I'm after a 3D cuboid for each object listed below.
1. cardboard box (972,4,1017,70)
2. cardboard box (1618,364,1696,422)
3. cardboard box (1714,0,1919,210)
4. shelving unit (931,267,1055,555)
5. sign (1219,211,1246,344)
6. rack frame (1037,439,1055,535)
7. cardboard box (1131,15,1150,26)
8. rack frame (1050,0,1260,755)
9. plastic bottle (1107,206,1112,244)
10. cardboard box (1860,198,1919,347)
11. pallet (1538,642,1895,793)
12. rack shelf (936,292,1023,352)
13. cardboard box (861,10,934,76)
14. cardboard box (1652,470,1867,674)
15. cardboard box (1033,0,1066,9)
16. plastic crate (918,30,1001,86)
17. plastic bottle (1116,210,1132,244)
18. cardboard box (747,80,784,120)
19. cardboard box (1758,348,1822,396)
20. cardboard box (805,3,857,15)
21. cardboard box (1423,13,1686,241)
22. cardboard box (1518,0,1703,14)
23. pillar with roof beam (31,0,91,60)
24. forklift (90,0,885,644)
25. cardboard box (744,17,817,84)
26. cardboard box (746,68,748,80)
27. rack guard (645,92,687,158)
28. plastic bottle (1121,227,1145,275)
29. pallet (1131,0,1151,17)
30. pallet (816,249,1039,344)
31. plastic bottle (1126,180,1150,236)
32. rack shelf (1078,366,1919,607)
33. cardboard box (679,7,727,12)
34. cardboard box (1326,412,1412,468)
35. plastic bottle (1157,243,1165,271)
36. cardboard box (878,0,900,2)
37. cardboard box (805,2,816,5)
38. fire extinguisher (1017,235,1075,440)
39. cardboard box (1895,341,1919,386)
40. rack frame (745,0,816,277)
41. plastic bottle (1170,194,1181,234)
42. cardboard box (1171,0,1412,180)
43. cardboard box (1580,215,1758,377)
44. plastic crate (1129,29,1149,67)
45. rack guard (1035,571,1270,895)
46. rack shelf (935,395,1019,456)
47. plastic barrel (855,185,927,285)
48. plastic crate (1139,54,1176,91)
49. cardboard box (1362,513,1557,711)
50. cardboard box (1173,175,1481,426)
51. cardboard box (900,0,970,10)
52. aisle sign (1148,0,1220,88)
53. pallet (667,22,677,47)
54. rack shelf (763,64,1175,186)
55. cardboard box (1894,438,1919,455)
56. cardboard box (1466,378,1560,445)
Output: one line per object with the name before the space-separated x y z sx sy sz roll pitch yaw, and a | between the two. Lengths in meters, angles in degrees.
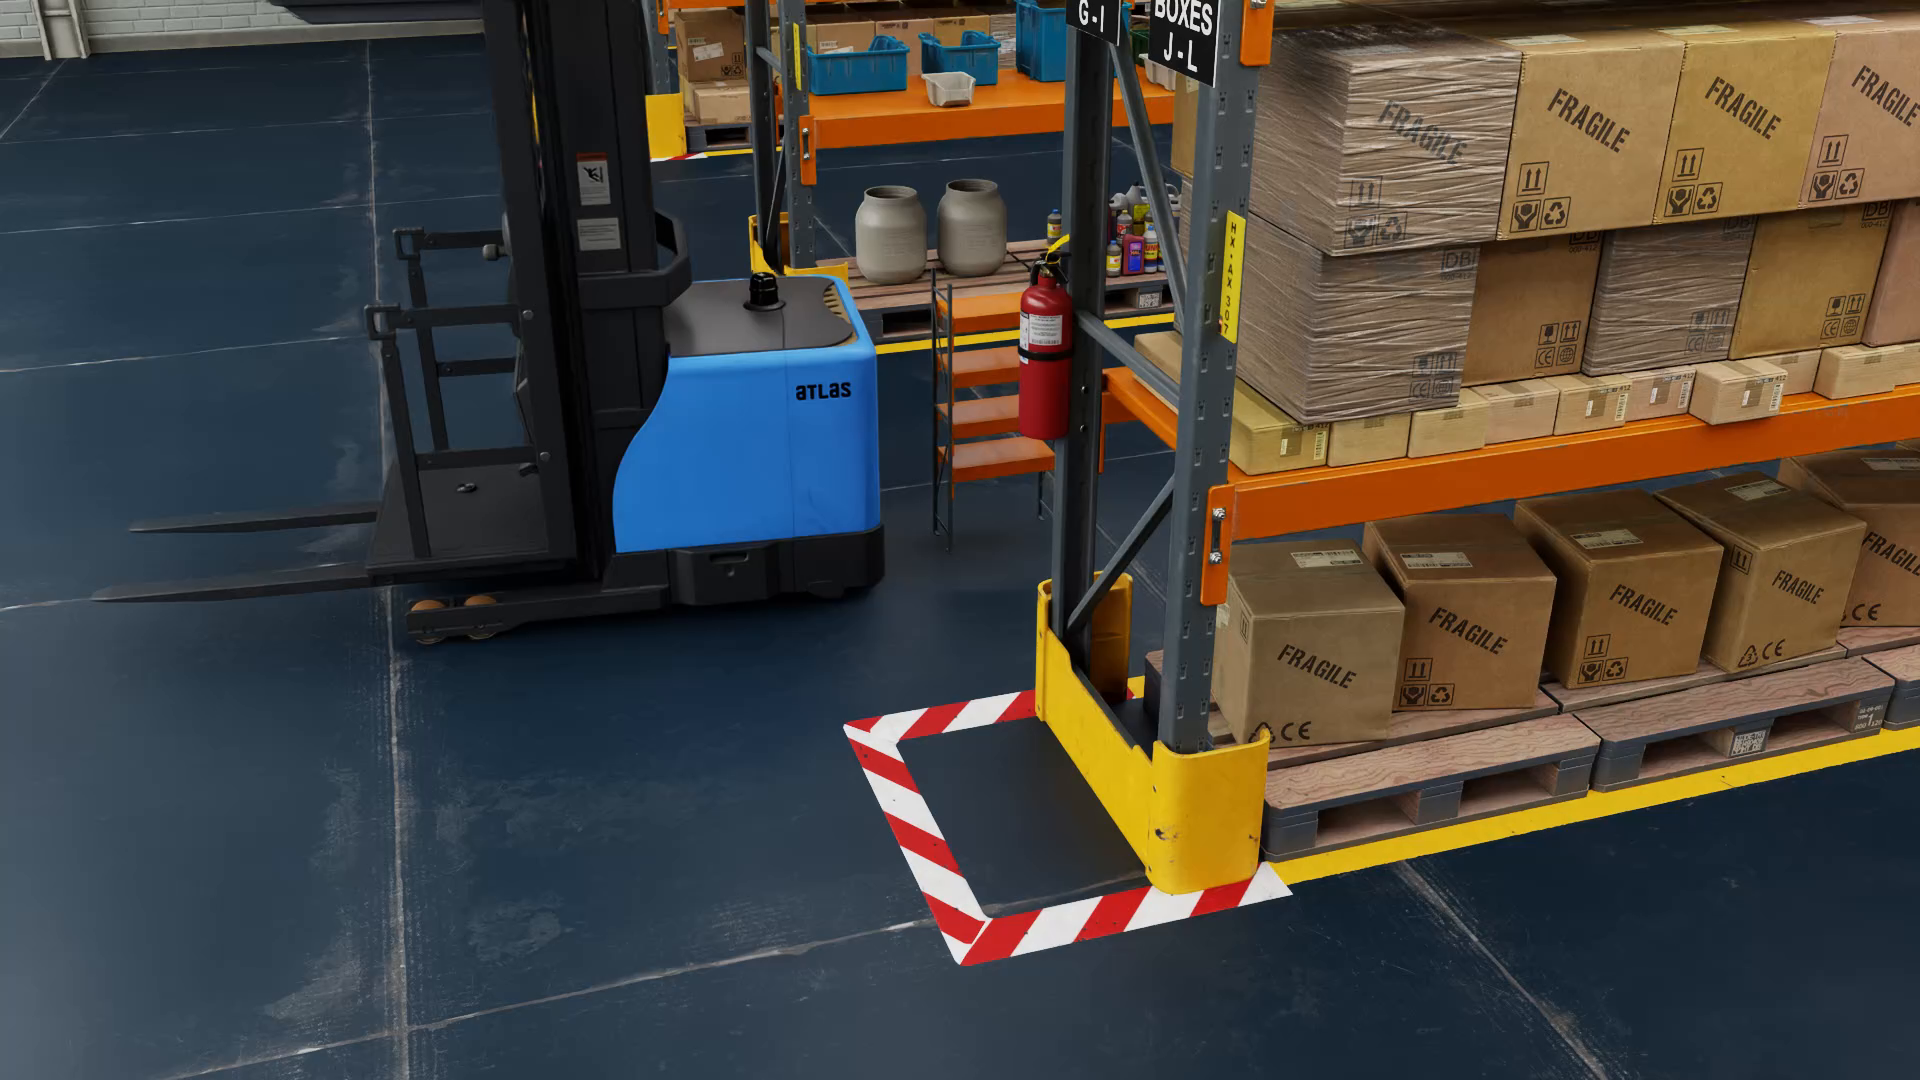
cardboard box | 0.413 -4.326 14.368 0.500 0.500 0.500 -8 28 -16
cardboard box | 2.058 -0.515 5.197 0.250 0.149 0.380 -8 28 -16
cardboard box | 2.560 -1.307 4.939 0.500 0.500 0.500 -8 28 -16
shelving unit | 0.157 -0.560 7.029 0.503 1.200 0.258 -8 28 -16
sign | 0.694 -0.673 4.258 0.005 0.325 0.100 -8 28 -16
rack frame | 0.389 -0.594 7.097 0.015 1.200 0.240 -8 28 -16
cardboard box | 1.562 -4.639 15.210 0.500 0.311 0.500 -8 28 -16
rack frame | 0.526 -0.514 4.912 0.127 3.000 1.000 -8 28 -16
plastic bottle | 0.885 -2.005 10.476 0.133 0.283 0.061 -8 28 -16
cardboard box | 2.952 -1.042 5.528 0.500 0.500 0.875 -8 28 -16
pallet | 2.540 0.461 6.084 1.213 0.211 1.003 -8 28 -16
rack shelf | 0.157 -0.912 6.854 0.480 0.148 0.258 -8 28 -16
cardboard box | -0.532 -4.181 14.075 0.500 0.500 0.500 -8 28 -16
cardboard box | 2.829 0.105 6.003 0.500 0.500 0.500 -11 28 -21
cardboard box | 0.728 -4.615 14.949 0.500 0.500 0.500 -8 28 -16
plastic crate | -0.005 -2.824 9.733 0.408 0.251 0.499 -8 28 -16
plastic bottle | 1.039 -1.982 10.522 0.097 0.201 0.097 0 26 0
cardboard box | -1.485 -3.710 13.970 0.500 0.250 0.500 -8 28 -16
cardboard box | 2.524 -0.596 5.360 0.250 0.149 0.380 -8 28 -16
cardboard box | -1.174 -4.339 14.394 0.500 0.500 0.500 -8 28 -16
cardboard box | 1.611 -1.166 4.655 0.500 0.500 0.500 -8 28 -16
cardboard box | 1.923 -1.459 5.245 0.500 0.500 0.500 -8 28 -16
pillar with roof beam | -8.050 -7.300 11.834 0.400 9.000 9.100 -8 28 -16
forklift | -1.877 -1.166 6.303 3.031 2.935 1.130 -5 27 -10
cardboard box | -1.484 -4.045 13.801 0.500 0.500 0.500 -8 28 -16
cardboard box | -1.648 -3.932 14.418 0.500 0.250 0.500 -8 28 -16
rack guard | -2.561 -3.580 13.900 0.348 0.500 1.175 -8 28 -16
plastic bottle | 1.034 -1.730 9.922 0.133 0.283 0.061 -8 27 -15
pallet | 1.630 -6.376 19.857 1.213 0.211 1.003 -8 28 -16
pallet | -0.176 -1.499 10.033 1.213 0.211 1.003 -8 28 -16
plastic bottle | 1.139 -2.124 10.639 0.185 0.351 0.144 -7 27 -14
rack shelf | 2.428 -0.467 5.627 4.000 0.370 1.077 -8 28 -16
cardboard box | -2.848 -5.926 18.342 0.500 0.311 0.500 -6 27 -12
cardboard box | 1.115 -0.366 4.897 0.250 0.149 0.380 -8 28 -16
plastic bottle | 1.234 -1.762 10.000 0.097 0.271 0.097 0 26 0
cardboard box | -0.771 -6.190 19.036 0.250 0.166 0.380 -12 29 -23
cardboard box | -1.799 -6.056 18.787 0.250 0.149 0.380 -11 28 -20
fire extinguisher | 0.275 -0.659 5.290 0.183 0.674 0.296 -8 28 -16
cardboard box | 3.012 -0.647 5.463 0.250 0.149 0.380 -8 28 -16
rack frame | -1.008 -2.608 9.131 0.127 3.000 1.000 -8 28 -16
plastic bottle | 1.386 -2.057 10.588 0.135 0.276 0.152 -8 28 -16
cardboard box | 0.973 -1.320 4.965 0.500 0.500 0.500 -8 28 -16
cardboard box | 1.985 -0.927 5.296 0.500 0.500 0.875 -8 28 -16
plastic crate | 1.418 -2.997 10.151 0.662 0.188 0.450 -8 28 -16
rack guard | 0.599 0.595 5.489 0.348 0.500 1.175 -8 28 -16
rack shelf | 0.157 -0.500 7.059 0.480 0.148 0.258 -8 28 -16
plastic barrel | -0.405 -1.805 9.838 0.421 0.512 0.421 0 26 0
plastic crate | 1.330 -2.710 9.633 0.437 0.136 0.530 -8 28 -16
cardboard box | 1.683 0.242 5.729 0.500 0.500 0.500 -1 26 -3
cardboard box | 1.058 -0.756 4.953 0.500 0.500 0.875 -8 28 -16
cardboard box | -0.223 -4.477 14.672 0.500 0.500 0.500 -8 28 -16
aisle sign | 0.560 -1.543 4.062 0.004 0.787 0.394 -8 28 -16
pallet | -3.220 -5.656 18.405 1.213 0.211 1.003 -8 28 -16
rack shelf | 0.894 -2.562 9.845 4.000 0.370 1.077 -8 28 -16
cardboard box | 3.937 -0.095 6.408 0.500 0.500 0.500 -9 28 -18
cardboard box | 1.588 -0.438 5.041 0.250 0.149 0.380 -8 28 -16
